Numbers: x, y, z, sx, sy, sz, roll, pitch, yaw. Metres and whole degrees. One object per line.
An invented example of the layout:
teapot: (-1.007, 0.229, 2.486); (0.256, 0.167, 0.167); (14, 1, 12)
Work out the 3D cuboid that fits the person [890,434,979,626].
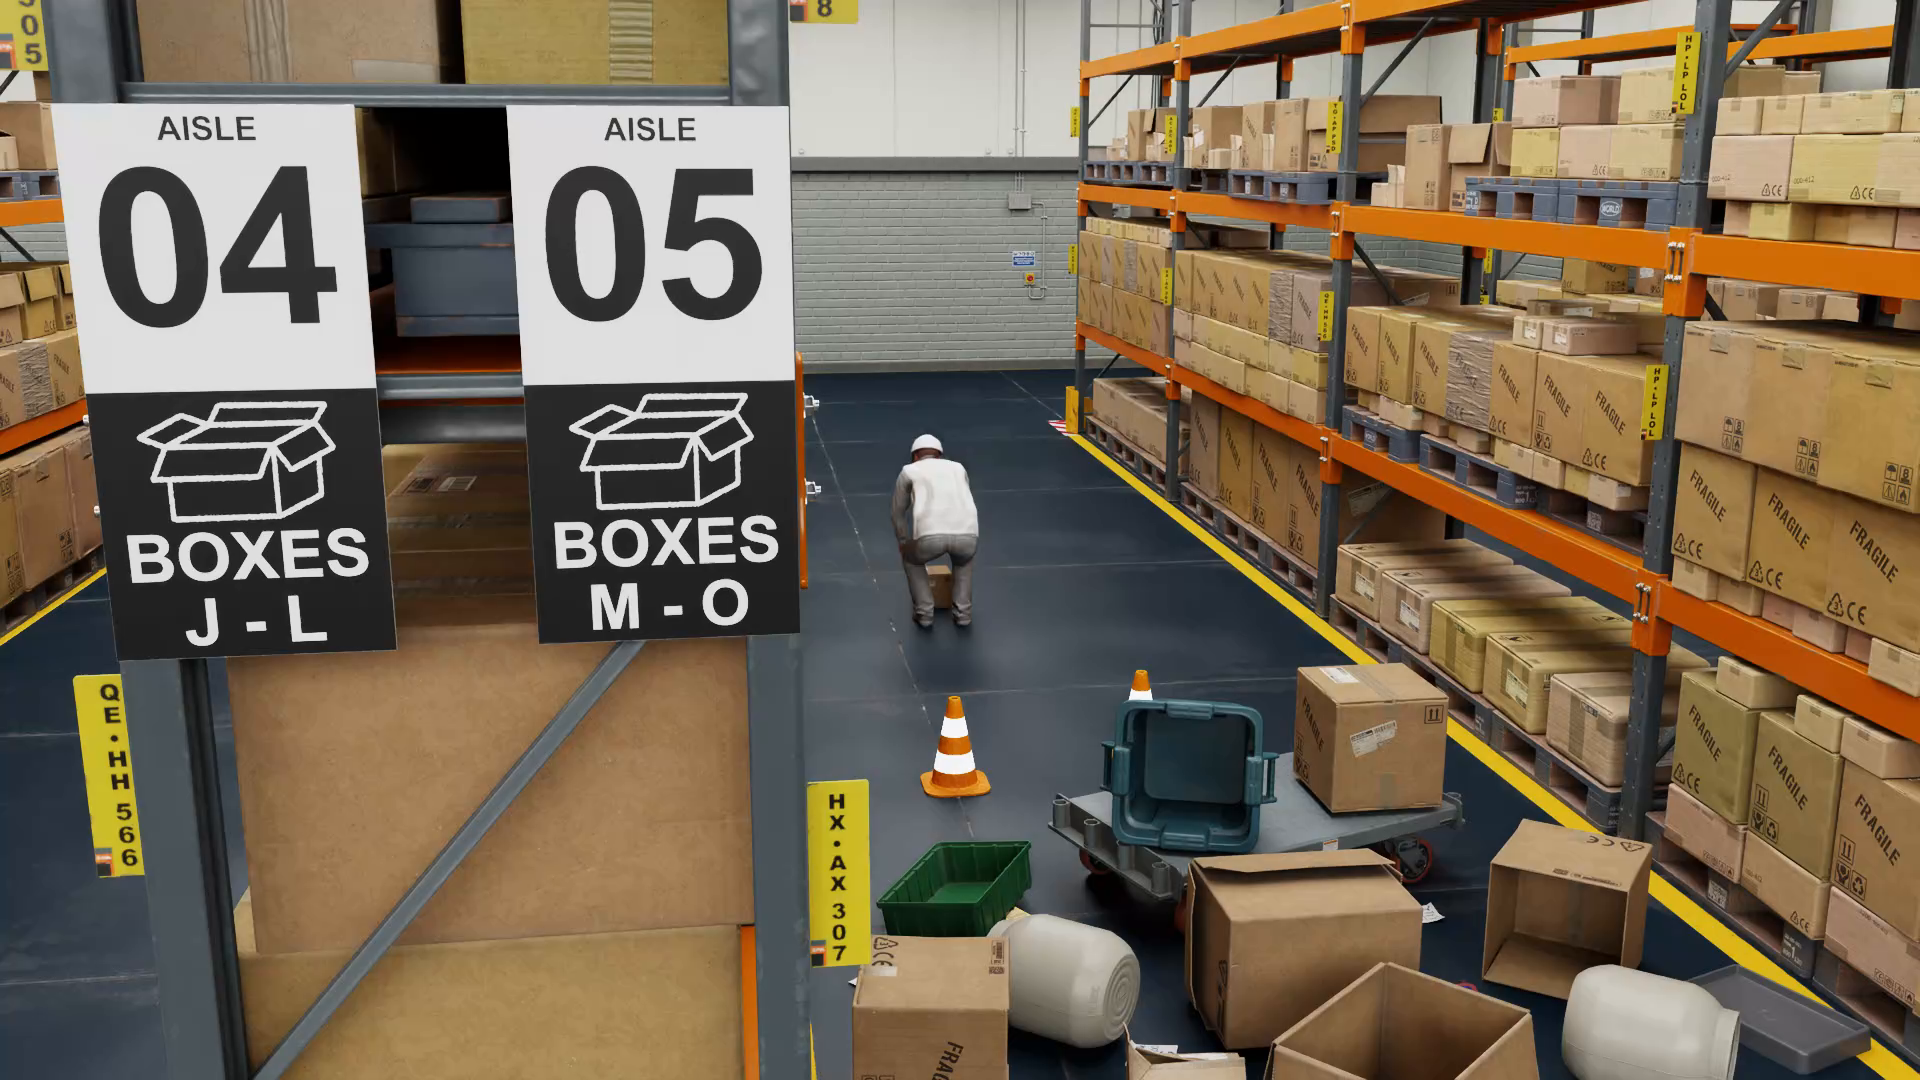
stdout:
person: (-0.176, -0.061, 11.374); (0.578, 1.240, 0.841); (-2, 13, -8)
